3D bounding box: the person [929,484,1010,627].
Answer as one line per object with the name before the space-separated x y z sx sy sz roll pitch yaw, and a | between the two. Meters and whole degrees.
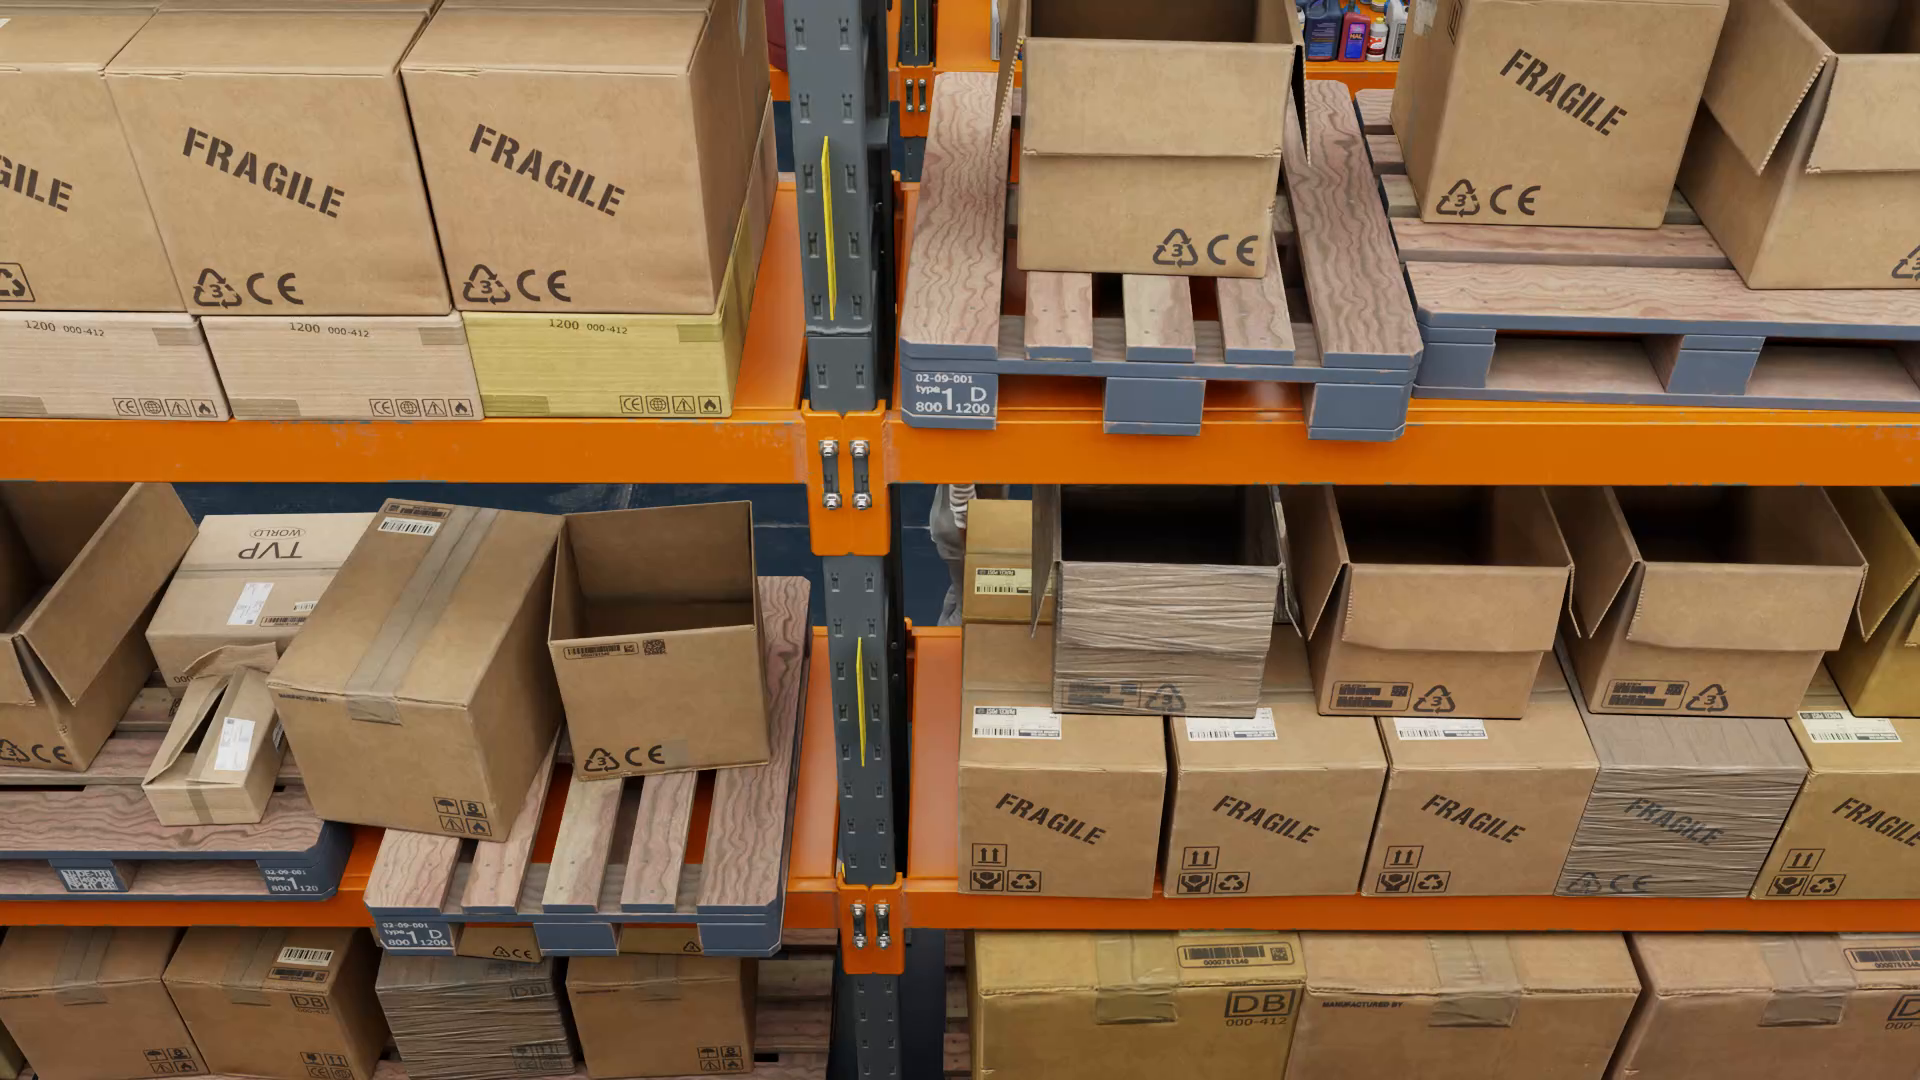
person | 0.036 -0.050 6.228 0.300 1.594 0.406 1 40 1
